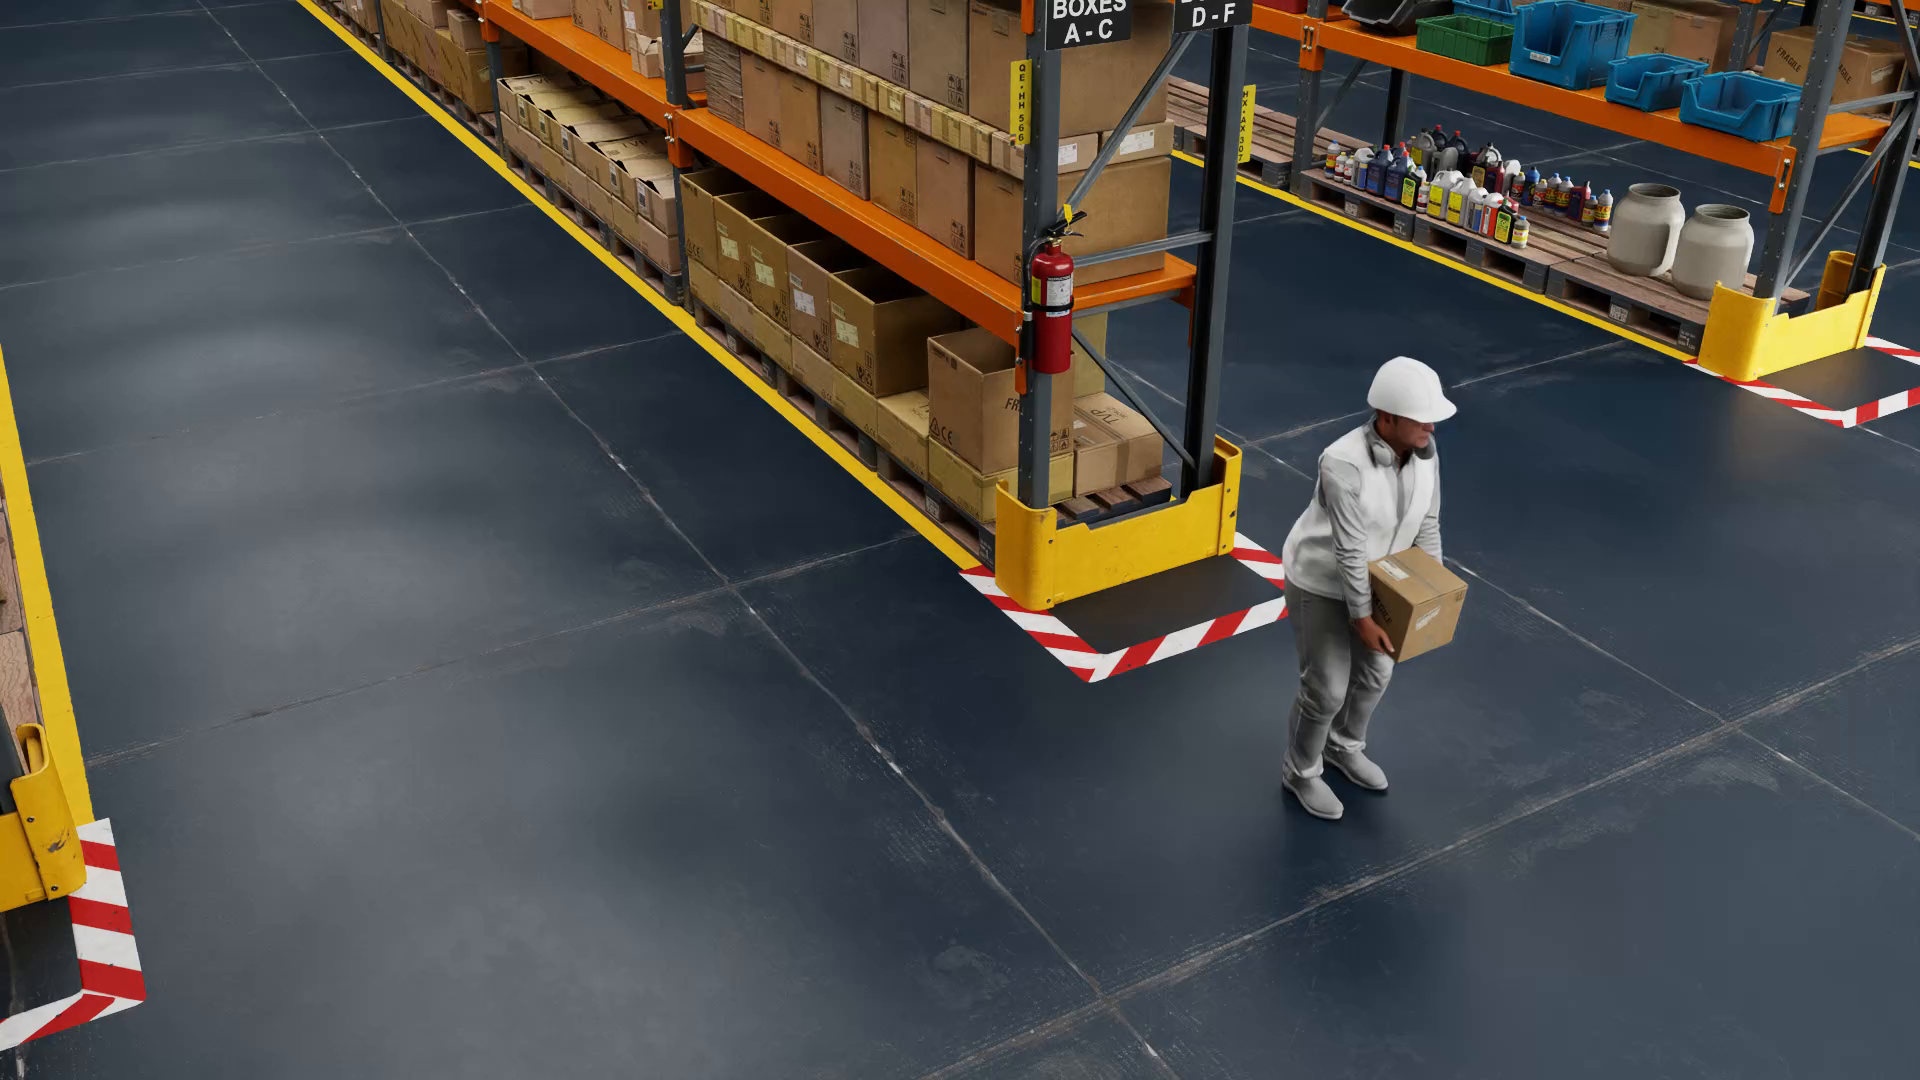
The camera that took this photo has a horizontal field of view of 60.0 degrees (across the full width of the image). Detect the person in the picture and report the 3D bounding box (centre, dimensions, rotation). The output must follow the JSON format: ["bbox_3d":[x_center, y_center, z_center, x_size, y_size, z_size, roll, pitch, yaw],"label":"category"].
[{"bbox_3d":[1.414,0.173,5.810,0.460,1.754,0.582,-16,33,-27],"label":"person"}]
